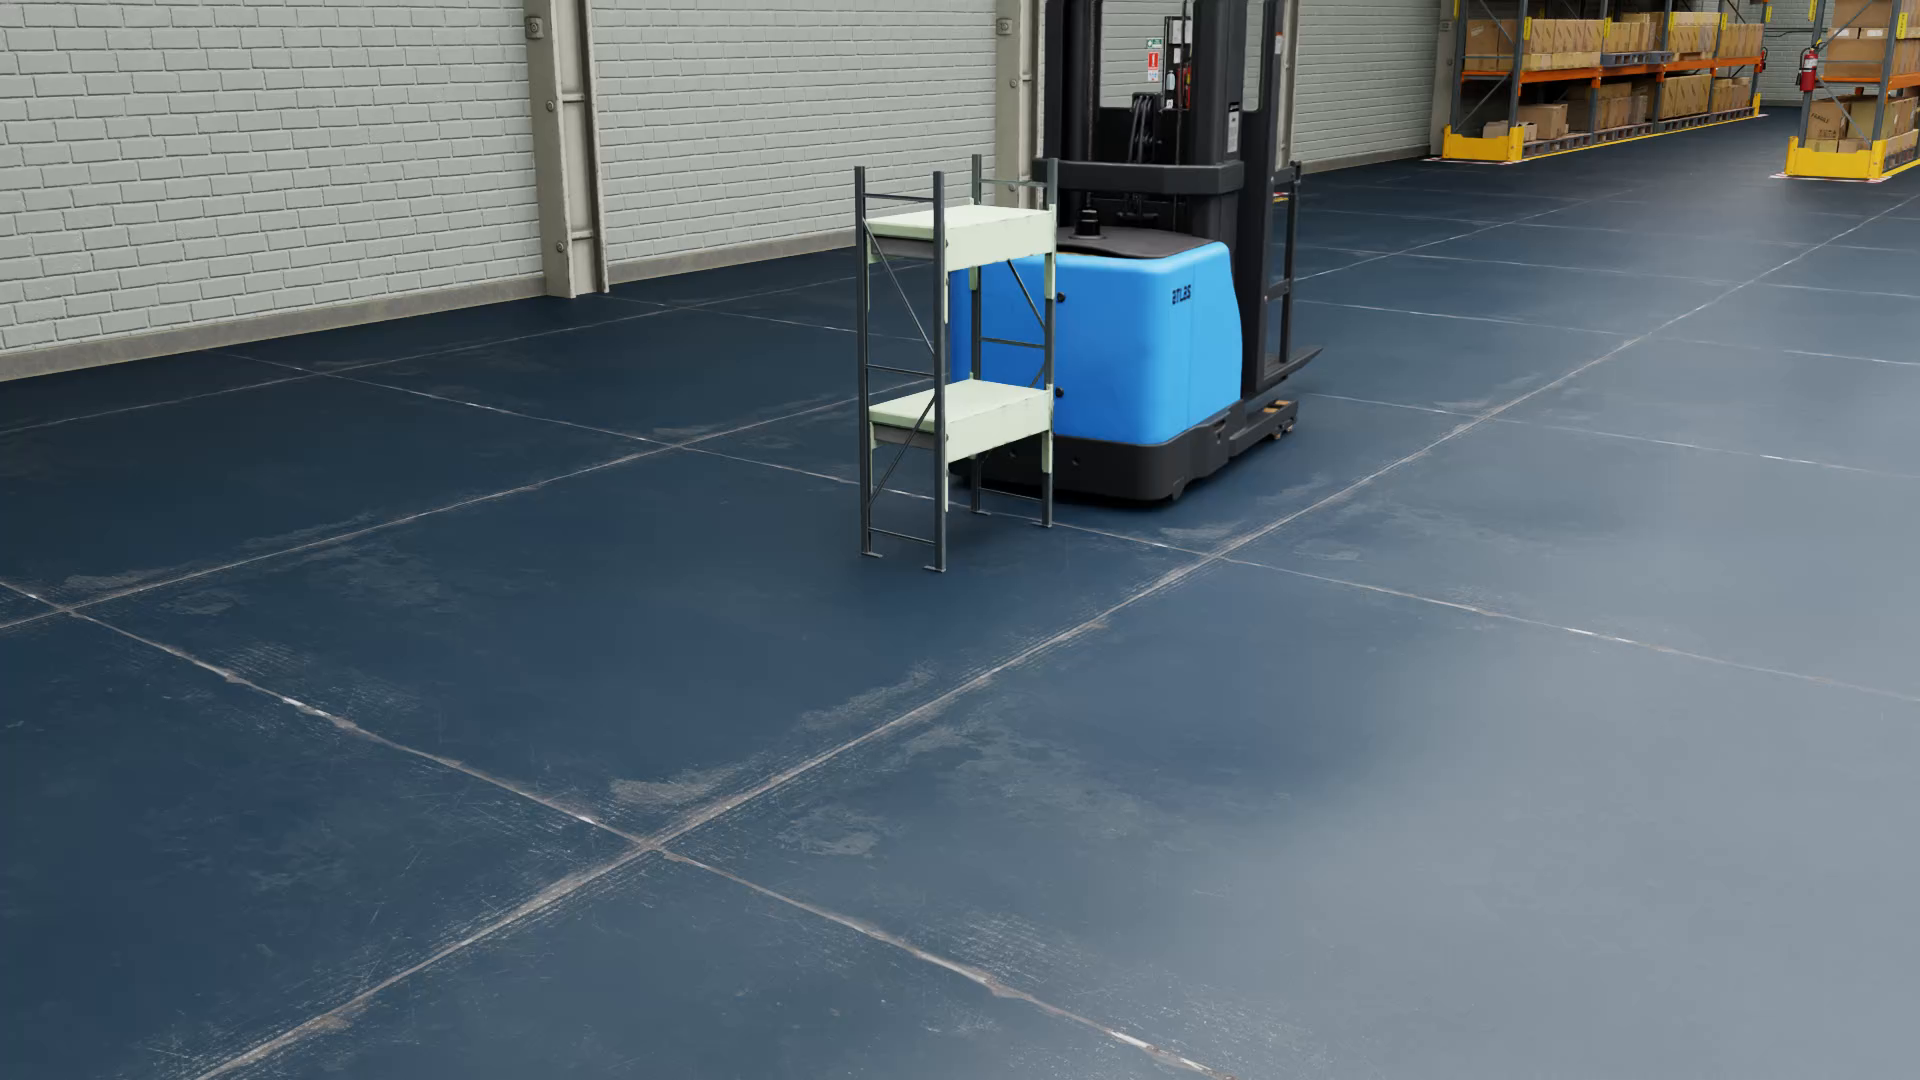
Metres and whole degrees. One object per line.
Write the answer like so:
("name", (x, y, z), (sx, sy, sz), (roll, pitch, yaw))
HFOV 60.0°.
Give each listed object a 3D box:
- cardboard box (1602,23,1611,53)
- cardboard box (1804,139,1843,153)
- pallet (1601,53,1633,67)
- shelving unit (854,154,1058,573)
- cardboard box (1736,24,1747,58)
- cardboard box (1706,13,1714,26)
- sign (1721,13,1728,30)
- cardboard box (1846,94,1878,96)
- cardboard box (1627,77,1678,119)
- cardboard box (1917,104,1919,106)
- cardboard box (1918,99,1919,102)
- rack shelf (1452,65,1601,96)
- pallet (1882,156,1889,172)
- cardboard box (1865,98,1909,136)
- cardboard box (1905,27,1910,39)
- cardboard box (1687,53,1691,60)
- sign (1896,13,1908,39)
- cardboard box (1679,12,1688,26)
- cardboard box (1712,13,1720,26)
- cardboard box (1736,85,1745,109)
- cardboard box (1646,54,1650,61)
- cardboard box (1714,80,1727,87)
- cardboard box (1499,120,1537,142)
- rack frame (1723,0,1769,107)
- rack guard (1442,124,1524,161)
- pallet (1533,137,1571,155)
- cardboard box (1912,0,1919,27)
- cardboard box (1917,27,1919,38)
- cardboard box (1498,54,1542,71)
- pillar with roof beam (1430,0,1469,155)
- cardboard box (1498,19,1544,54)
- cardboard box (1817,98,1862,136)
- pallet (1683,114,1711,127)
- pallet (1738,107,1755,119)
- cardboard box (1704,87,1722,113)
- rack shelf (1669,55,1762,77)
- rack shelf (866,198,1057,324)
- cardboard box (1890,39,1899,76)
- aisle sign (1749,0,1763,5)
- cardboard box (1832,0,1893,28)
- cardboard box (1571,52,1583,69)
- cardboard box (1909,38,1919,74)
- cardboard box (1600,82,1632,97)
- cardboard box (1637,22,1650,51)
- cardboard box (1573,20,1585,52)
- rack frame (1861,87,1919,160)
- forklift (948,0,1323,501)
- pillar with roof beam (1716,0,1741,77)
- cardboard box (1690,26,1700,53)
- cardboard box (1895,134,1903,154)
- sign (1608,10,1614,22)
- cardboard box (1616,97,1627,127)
("cardboard box", (10.741, -8.645, 28.613), (0.700, 0.500, 0.500), (12, 21, 35))
("cardboard box", (12.090, -5.512, 23.363), (0.500, 0.250, 0.500), (12, 21, 35))
("pallet", (10.982, -8.336, 28.854), (1.003, 0.211, 1.213), (12, 21, 35))
("shelving unit", (-0.004, -0.715, 6.516), (0.431, 1.500, 0.755), (12, 21, 35))
("cardboard box", (16.378, -10.795, 35.941), (0.980, 0.700, 0.700), (11, 20, 32))
("cardboard box", (14.792, -10.458, 33.394), (0.500, 0.250, 0.500), (13, 21, 36))
("sign", (15.618, -10.599, 33.997), (0.100, 0.325, 0.005), (12, 21, 35))
("cardboard box", (13.863, -6.588, 25.563), (0.500, 0.500, 0.500), (12, 21, 35))
("cardboard box", (13.337, -8.550, 32.136), (0.750, 0.750, 0.750), (12, 21, 34))
("cardboard box", (15.447, -6.849, 26.722), (0.500, 0.311, 0.500), (12, 21, 33))
("cardboard box", (16.226, -7.432, 28.602), (0.500, 0.311, 0.500), (13, 22, 37))
("rack shelf", (9.219, -7.452, 26.895), (1.077, 0.370, 4.000), (12, 21, 35))
("pallet", (12.429, -5.302, 23.462), (1.003, 0.211, 1.213), (12, 21, 35))
("cardboard box", (13.401, -6.135, 24.106), (0.500, 0.500, 0.500), (12, 21, 35))
("cardboard box", (13.180, -7.165, 23.495), (0.380, 0.149, 0.250), (12, 21, 34))
("cardboard box", (14.243, -9.580, 32.925), (0.380, 0.149, 0.250), (13, 22, 36))
("sign", (12.450, -6.796, 21.978), (0.100, 0.325, 0.005), (12, 21, 35))
("cardboard box", (13.591, -9.973, 31.831), (0.500, 0.250, 0.500), (12, 21, 34))
("cardboard box", (15.104, -10.578, 33.781), (0.500, 0.250, 0.500), (13, 22, 36))
("cardboard box", (16.925, -9.833, 36.857), (0.700, 0.500, 0.500), (12, 21, 35))
("cardboard box", (13.176, -9.151, 31.545), (0.380, 0.149, 0.250), (12, 21, 34))
("cardboard box", (16.055, -9.703, 35.344), (0.380, 0.149, 0.250), (13, 22, 37))
("cardboard box", (8.851, -6.530, 26.504), (0.500, 0.311, 0.500), (15, 22, 39))
("rack frame", (17.560, -11.130, 37.526), (1.000, 3.000, 0.127), (12, 21, 35))
("rack guard", (8.072, -6.143, 25.683), (1.175, 0.500, 0.348), (12, 21, 35))
("pallet", (9.312, -6.482, 27.261), (1.003, 0.211, 1.213), (12, 21, 35))
("cardboard box", (13.532, -7.718, 24.183), (0.700, 0.500, 0.500), (12, 21, 35))
("cardboard box", (13.793, -7.410, 24.285), (0.380, 0.149, 0.250), (12, 21, 34))
("cardboard box", (8.573, -7.317, 25.467), (0.500, 0.250, 0.500), (12, 21, 33))
("pillar with roof beam", (11.207, -9.743, 22.944), (9.100, 9.000, 0.400), (12, 21, 35))
("cardboard box", (8.553, -7.676, 25.357), (0.500, 0.500, 0.500), (12, 21, 35))
("cardboard box", (12.672, -6.111, 24.029), (0.500, 0.500, 0.500), (12, 21, 35))
("pallet", (14.778, -8.648, 34.237), (1.003, 0.211, 1.213), (12, 21, 35))
("pallet", (17.147, -9.594, 37.282), (1.003, 0.211, 1.213), (12, 21, 35))
("cardboard box", (15.705, -9.344, 35.282), (0.700, 0.500, 0.500), (13, 21, 35))
("rack shelf", (16.369, -10.310, 36.099), (1.077, 0.370, 4.000), (12, 21, 35))
("rack shelf", (-0.004, -1.087, 6.400), (0.431, 0.370, 0.720), (12, 21, 35))
("cardboard box", (12.605, -6.727, 23.180), (0.700, 0.500, 0.500), (13, 22, 36))
("aisle sign", (17.844, -12.335, 37.025), (0.394, 0.787, 0.004), (12, 21, 35))
("cardboard box", (12.327, -7.233, 22.622), (0.700, 0.500, 0.500), (13, 21, 35))
("cardboard box", (9.781, -7.803, 27.034), (0.500, 0.250, 0.500), (12, 21, 34))
("cardboard box", (13.822, -7.211, 24.739), (0.700, 0.500, 0.500), (12, 21, 34))
("cardboard box", (12.016, -8.293, 30.601), (0.500, 0.250, 0.500), (13, 21, 36))
("cardboard box", (12.210, -9.231, 30.500), (0.700, 0.500, 0.500), (10, 20, 30))
("cardboard box", (9.775, -8.163, 26.925), (0.500, 0.500, 0.500), (12, 21, 33))
("rack frame", (14.391, -7.397, 25.506), (1.000, 3.000, 0.127), (12, 21, 35))
("forklift", (1.082, -1.956, 8.099), (1.130, 2.935, 3.031), (9, 19, 27))
("pillar with roof beam", (21.932, -14.030, 36.750), (9.100, 9.000, 0.400), (12, 21, 35))
("cardboard box", (14.209, -9.861, 32.735), (0.500, 0.500, 0.500), (13, 22, 36))
("cardboard box", (13.401, -5.777, 24.218), (0.500, 0.250, 0.500), (12, 21, 35))
("sign", (12.346, -9.875, 31.532), (0.100, 0.325, 0.005), (12, 21, 35))
("cardboard box", (11.733, -7.834, 30.387), (0.700, 0.500, 0.500), (12, 21, 34))
